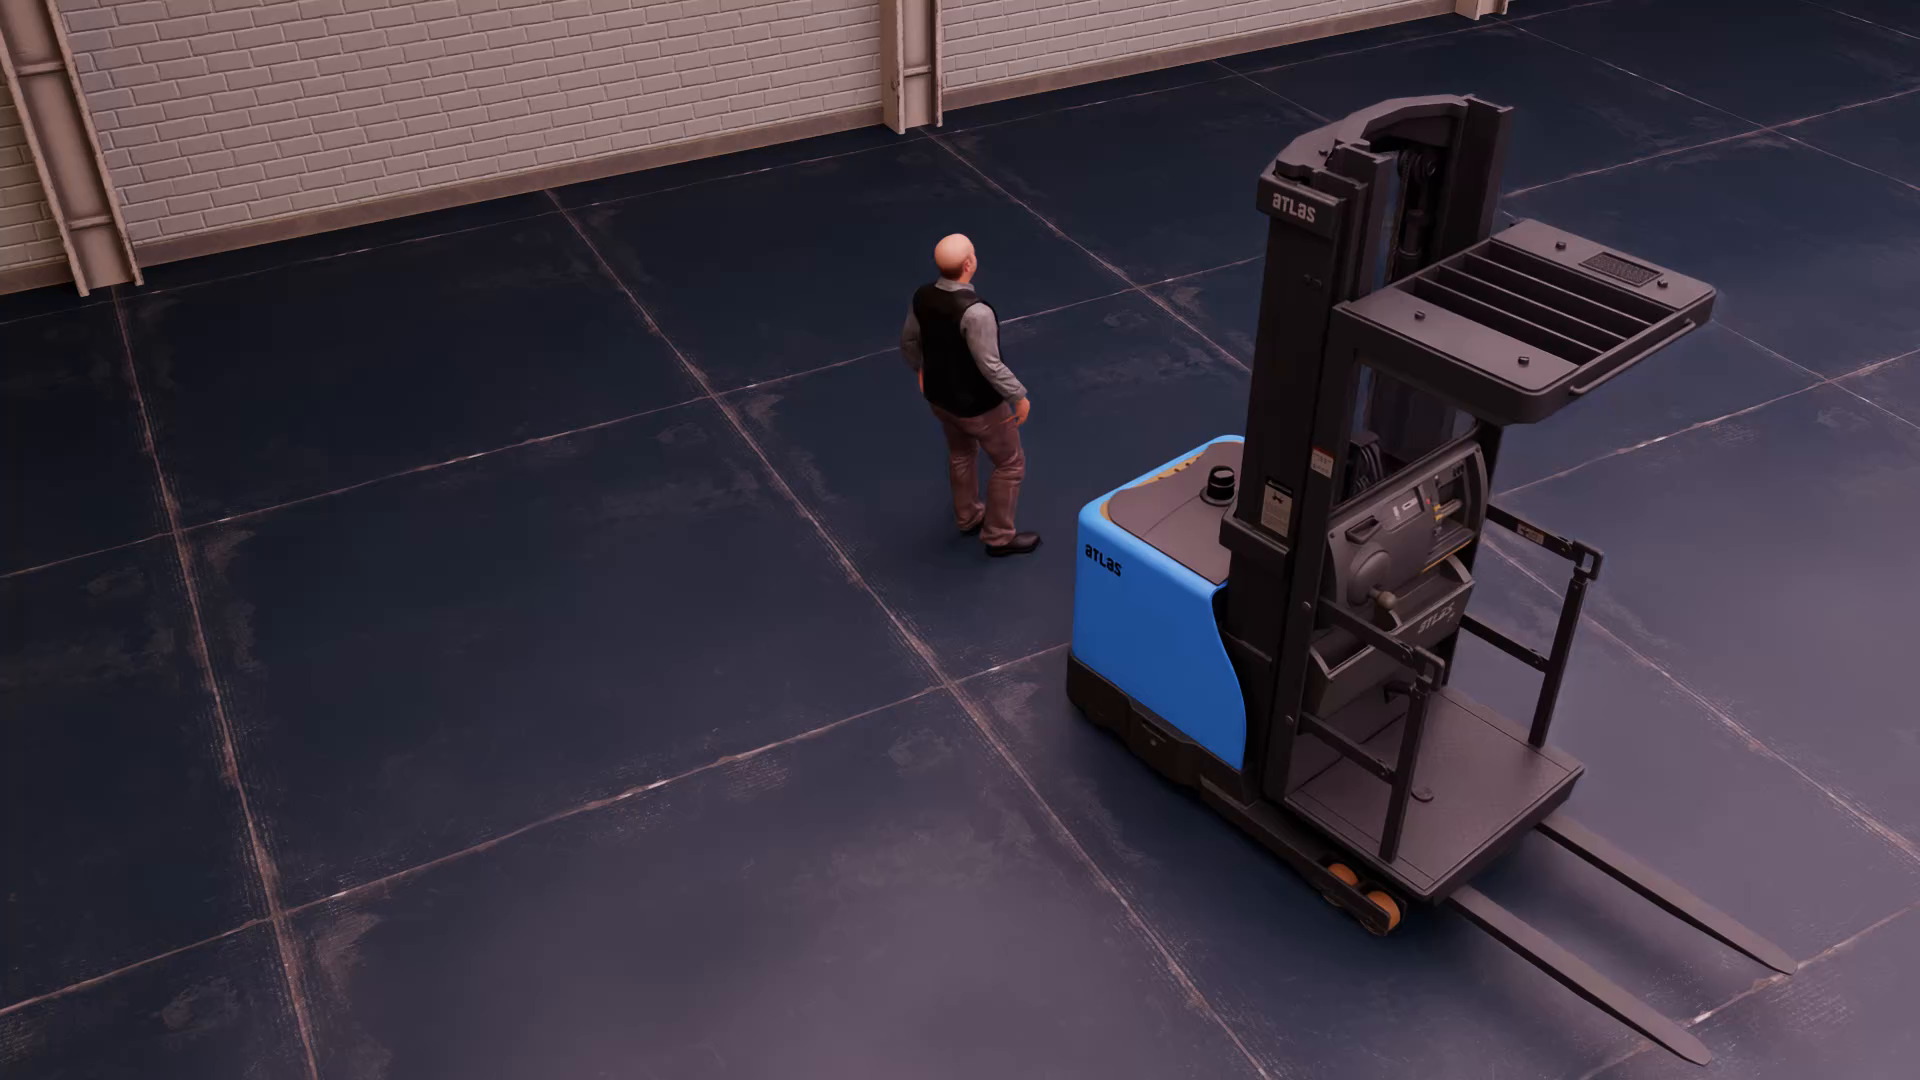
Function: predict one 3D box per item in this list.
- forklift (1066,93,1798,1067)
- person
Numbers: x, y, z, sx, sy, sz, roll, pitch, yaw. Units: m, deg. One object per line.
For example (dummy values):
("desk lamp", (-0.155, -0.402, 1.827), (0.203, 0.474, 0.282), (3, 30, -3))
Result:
("forklift", (1.824, 0.007, 6.113), (1.130, 2.935, 3.031), (-26, 43, -32))
("person", (0.073, -0.721, 8.230), (0.504, 1.711, 0.712), (-29, 44, -35))
